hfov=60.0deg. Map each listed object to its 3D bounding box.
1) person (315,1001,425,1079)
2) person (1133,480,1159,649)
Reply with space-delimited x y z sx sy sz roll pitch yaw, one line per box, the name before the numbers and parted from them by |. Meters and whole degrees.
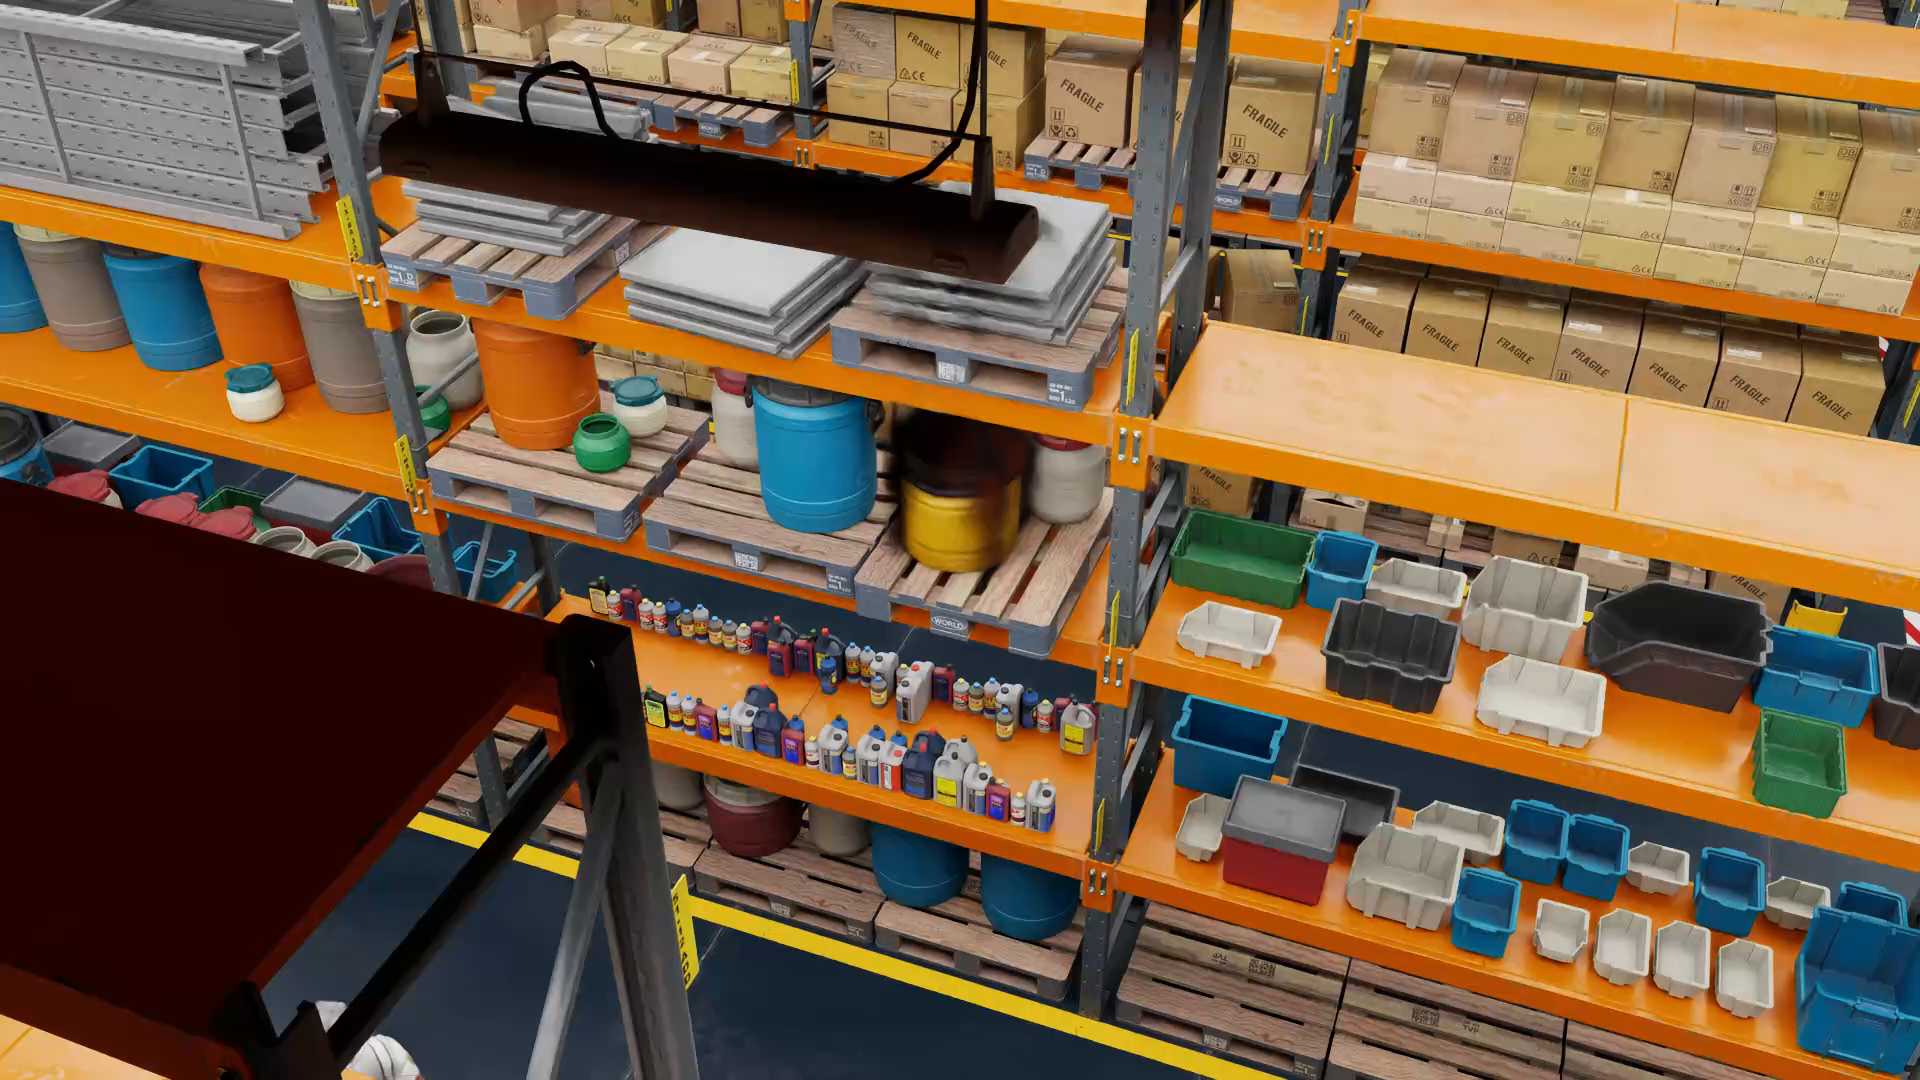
person | -2.789 2.879 8.060 0.653 1.788 0.508 -26 44 -31
person | 1.190 0.251 11.653 0.702 1.687 0.553 7 37 10
